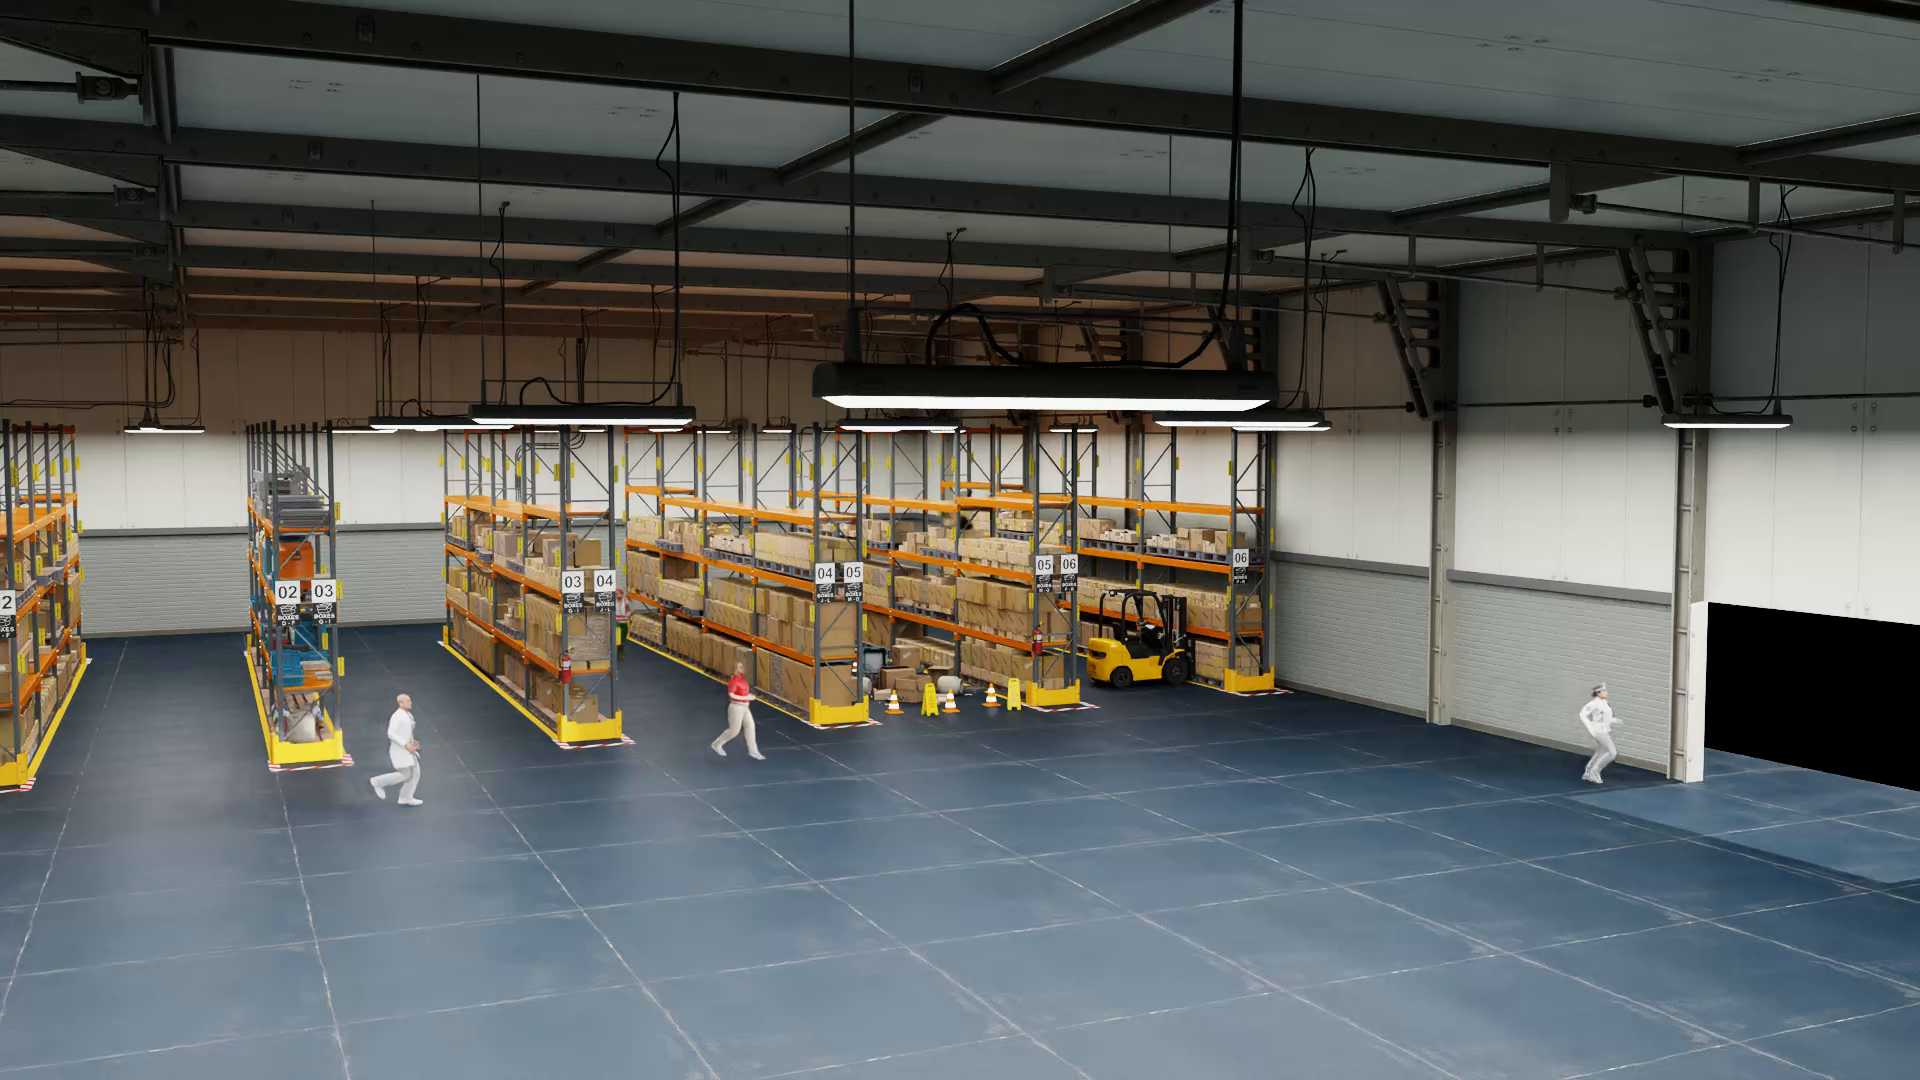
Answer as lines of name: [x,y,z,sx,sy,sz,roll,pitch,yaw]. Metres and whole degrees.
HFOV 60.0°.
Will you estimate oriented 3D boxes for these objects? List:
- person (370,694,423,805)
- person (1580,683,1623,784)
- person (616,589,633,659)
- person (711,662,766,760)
person: [-8.725,3.250,25.766,0.754,1.734,0.700,0,4,0]
person: [10.537,3.168,27.278,0.644,1.670,0.593,3,5,39]
person: [-8.766,2.150,43.001,0.643,1.788,0.881,-1,4,-18]
person: [-3.928,3.022,29.407,0.969,1.753,0.671,1,4,12]
